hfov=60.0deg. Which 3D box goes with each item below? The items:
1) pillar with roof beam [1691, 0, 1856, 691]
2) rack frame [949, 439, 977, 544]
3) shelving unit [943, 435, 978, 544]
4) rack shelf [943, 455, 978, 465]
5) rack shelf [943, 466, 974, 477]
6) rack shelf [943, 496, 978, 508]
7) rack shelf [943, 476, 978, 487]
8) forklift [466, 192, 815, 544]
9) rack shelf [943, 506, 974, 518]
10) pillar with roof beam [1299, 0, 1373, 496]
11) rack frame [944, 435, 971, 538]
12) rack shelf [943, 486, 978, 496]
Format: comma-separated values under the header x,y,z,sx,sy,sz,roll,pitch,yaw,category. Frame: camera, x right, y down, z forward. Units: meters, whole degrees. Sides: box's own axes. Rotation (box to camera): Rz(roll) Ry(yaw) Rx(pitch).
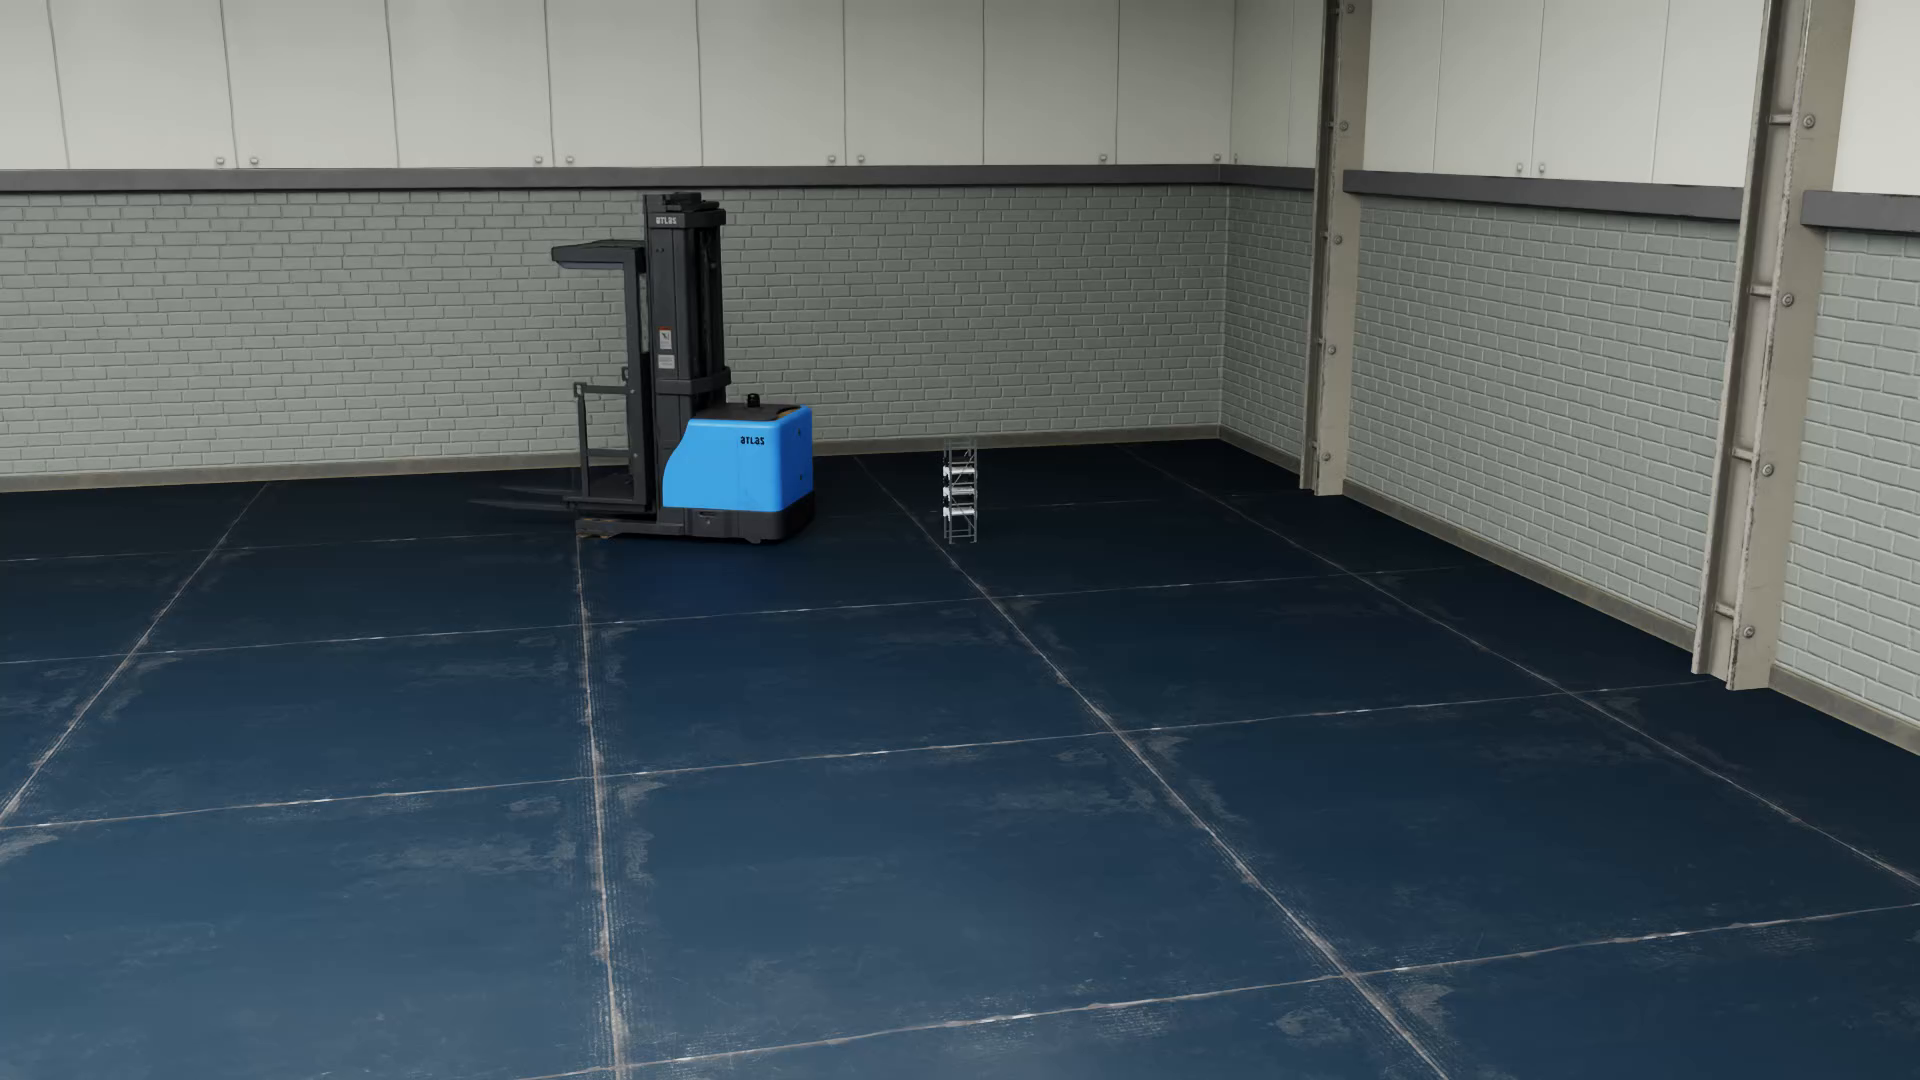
x,y,z,sx,sy,sz,roll,pitch,yaw,category
0.800,-3.233,8.698,9.100,9.000,0.400,-3,14,-13,pillar with roof beam
0.026,-0.412,14.217,0.240,0.900,0.006,-3,14,-13,rack frame
0.002,-0.435,14.313,0.258,0.900,0.210,-3,14,-13,shelving unit
0.002,-0.665,14.256,0.258,0.077,0.200,-3,14,-13,rack shelf
0.002,-0.578,14.278,0.258,0.077,0.200,-3,14,-13,rack shelf
0.002,-0.315,14.342,0.258,0.077,0.200,-3,14,-13,rack shelf
0.002,-0.490,14.299,0.258,0.077,0.200,-3,14,-13,rack shelf
-2.880,-1.552,14.606,3.031,2.935,1.130,3,14,13,forklift
0.002,-0.228,14.363,0.258,0.077,0.200,-3,14,-13,rack shelf
-0.610,-4.617,14.364,9.100,9.000,0.400,-3,14,-13,pillar with roof beam
-0.022,-0.459,14.409,0.240,0.900,0.006,-3,14,-13,rack frame
0.002,-0.403,14.320,0.258,0.077,0.200,-3,14,-13,rack shelf
